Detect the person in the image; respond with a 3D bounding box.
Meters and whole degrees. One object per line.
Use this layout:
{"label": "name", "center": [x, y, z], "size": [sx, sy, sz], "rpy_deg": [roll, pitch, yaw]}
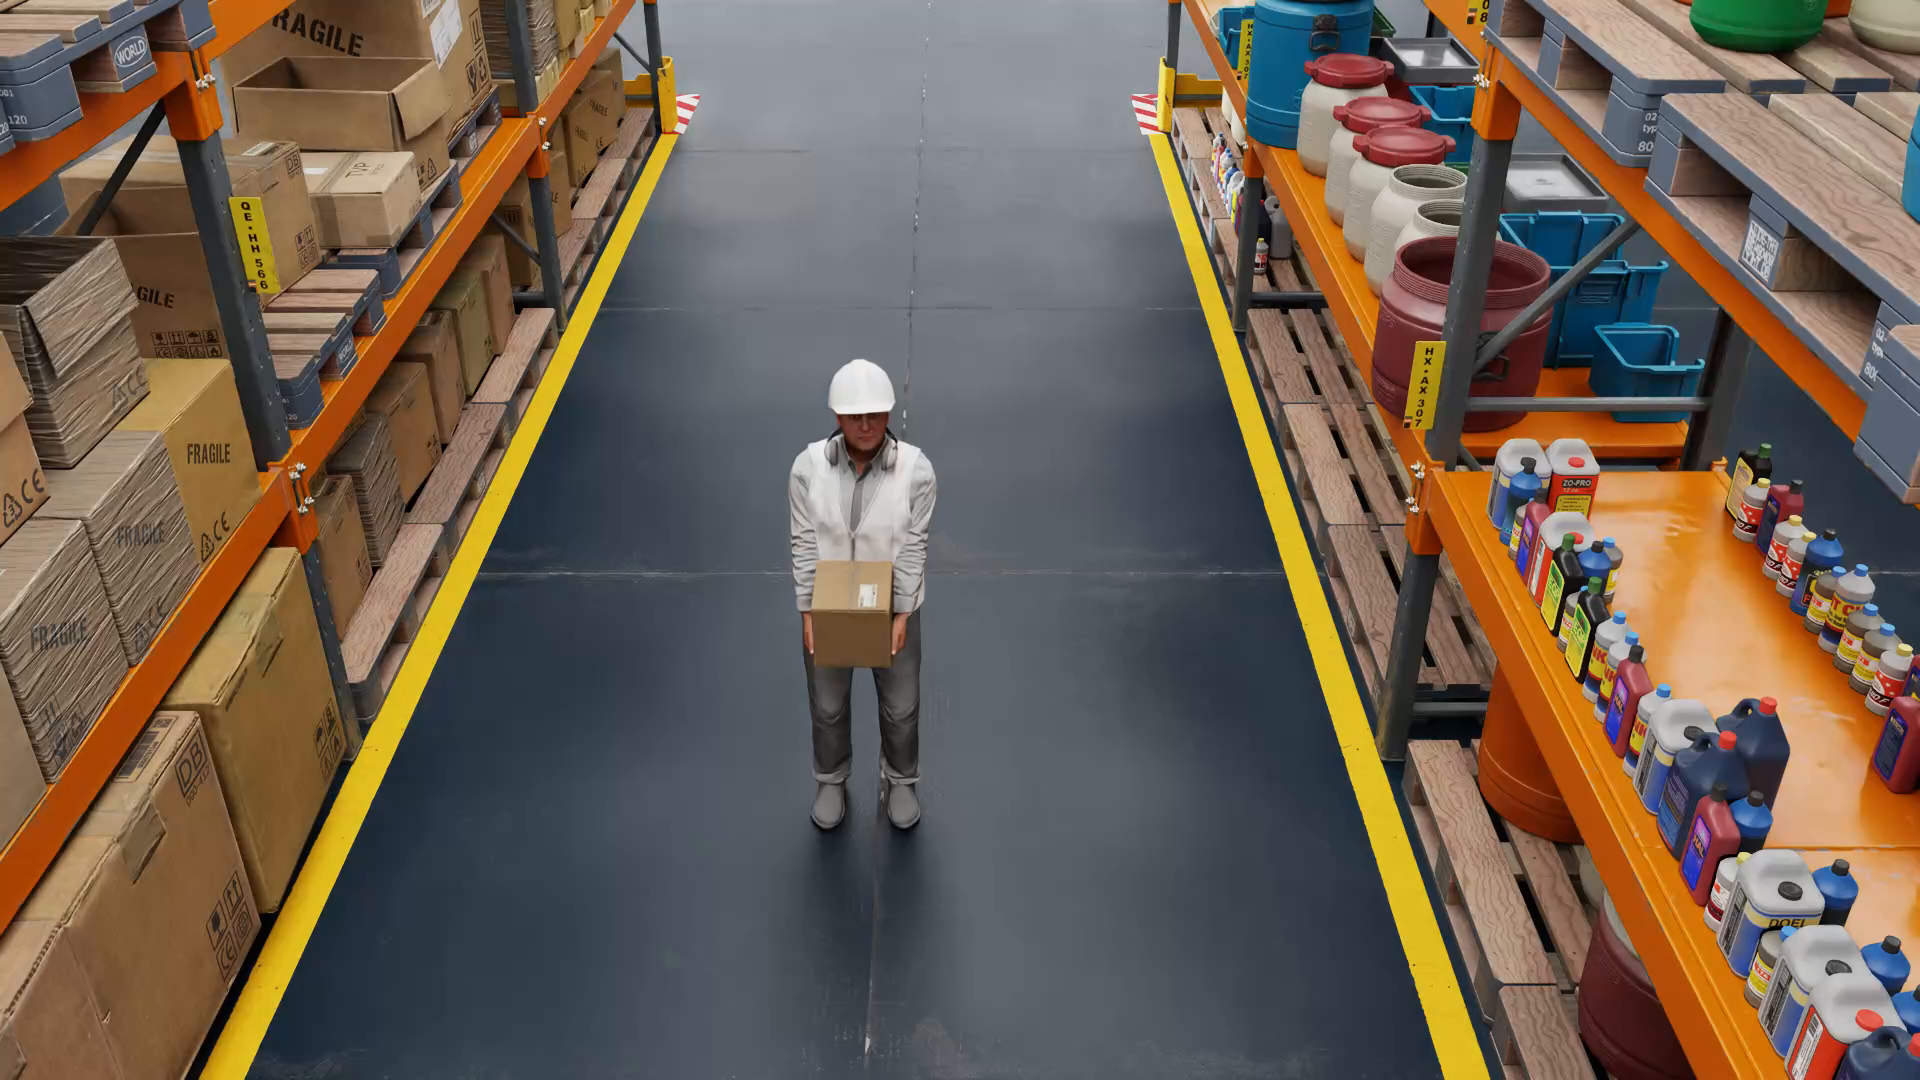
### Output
{"label": "person", "center": [-0.326, 0.263, 5.685], "size": [0.494, 1.763, 0.549], "rpy_deg": [0, 31, 1]}
